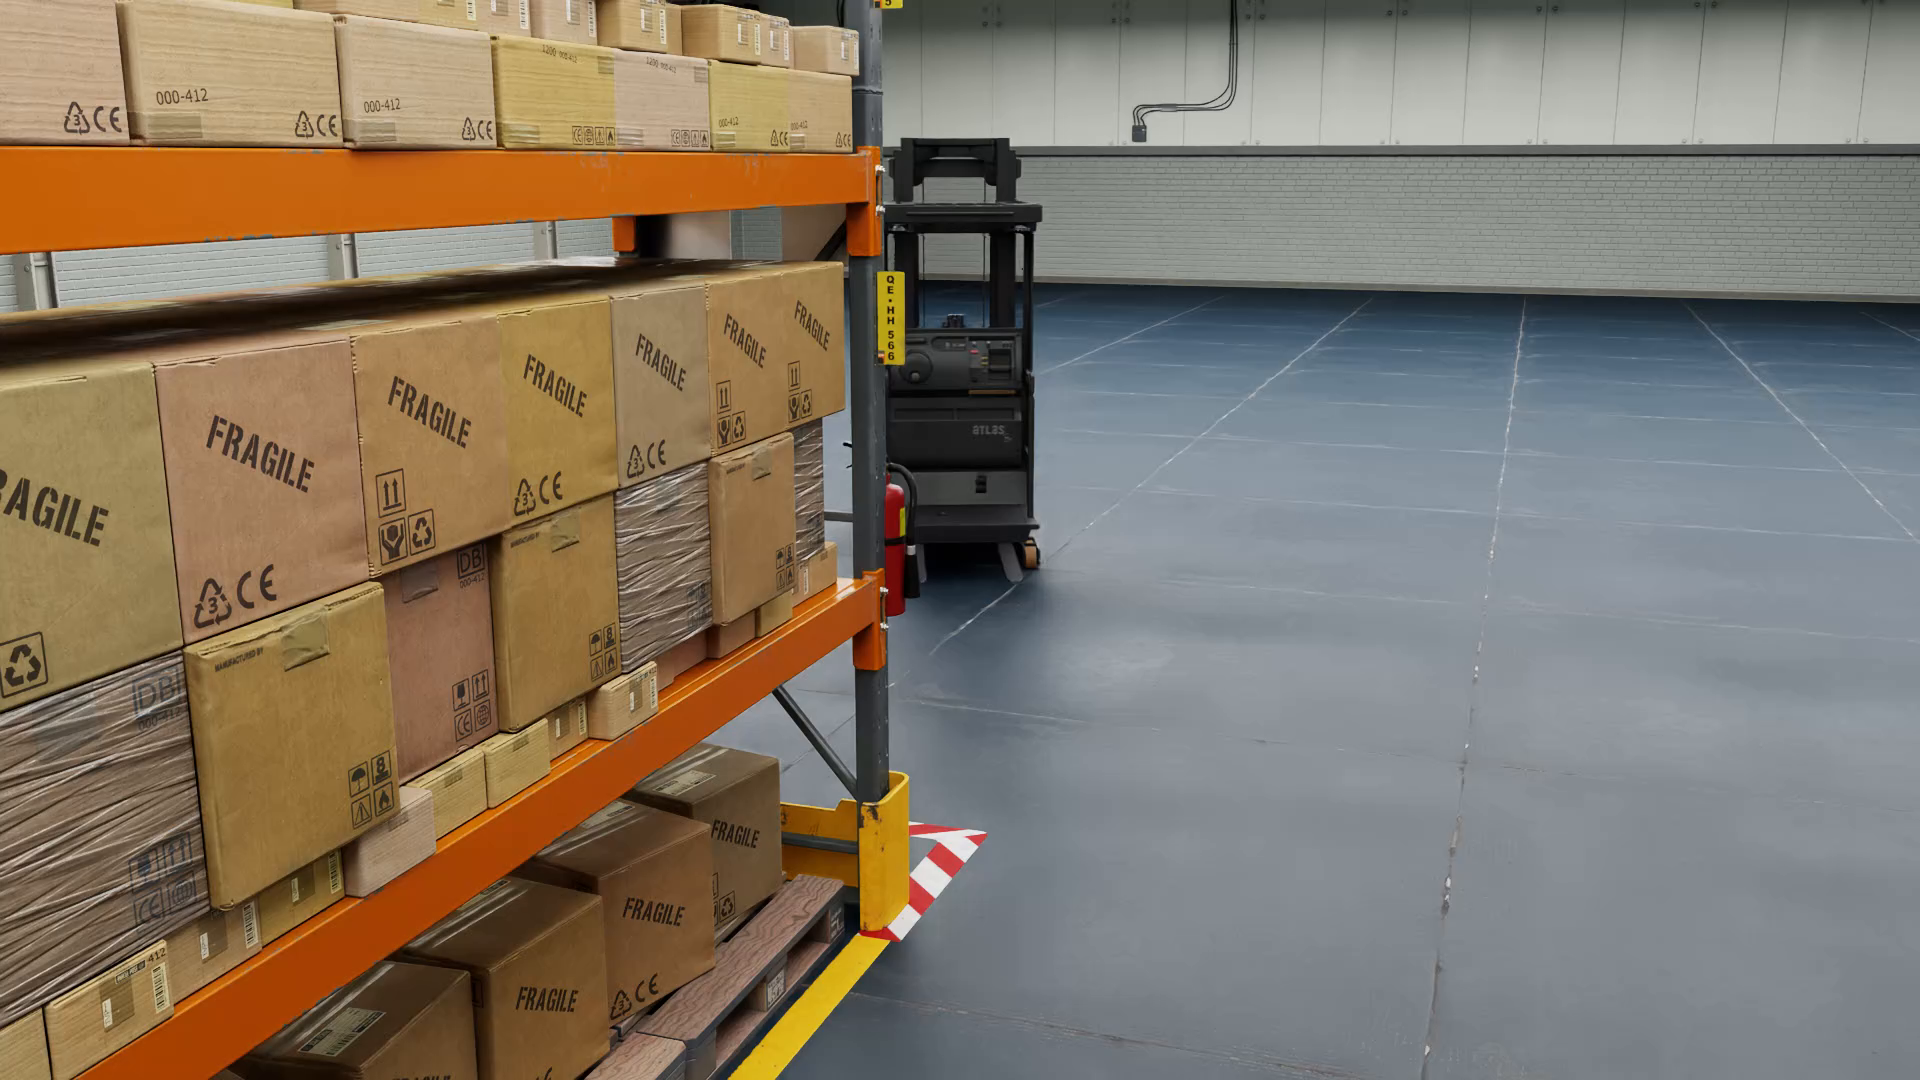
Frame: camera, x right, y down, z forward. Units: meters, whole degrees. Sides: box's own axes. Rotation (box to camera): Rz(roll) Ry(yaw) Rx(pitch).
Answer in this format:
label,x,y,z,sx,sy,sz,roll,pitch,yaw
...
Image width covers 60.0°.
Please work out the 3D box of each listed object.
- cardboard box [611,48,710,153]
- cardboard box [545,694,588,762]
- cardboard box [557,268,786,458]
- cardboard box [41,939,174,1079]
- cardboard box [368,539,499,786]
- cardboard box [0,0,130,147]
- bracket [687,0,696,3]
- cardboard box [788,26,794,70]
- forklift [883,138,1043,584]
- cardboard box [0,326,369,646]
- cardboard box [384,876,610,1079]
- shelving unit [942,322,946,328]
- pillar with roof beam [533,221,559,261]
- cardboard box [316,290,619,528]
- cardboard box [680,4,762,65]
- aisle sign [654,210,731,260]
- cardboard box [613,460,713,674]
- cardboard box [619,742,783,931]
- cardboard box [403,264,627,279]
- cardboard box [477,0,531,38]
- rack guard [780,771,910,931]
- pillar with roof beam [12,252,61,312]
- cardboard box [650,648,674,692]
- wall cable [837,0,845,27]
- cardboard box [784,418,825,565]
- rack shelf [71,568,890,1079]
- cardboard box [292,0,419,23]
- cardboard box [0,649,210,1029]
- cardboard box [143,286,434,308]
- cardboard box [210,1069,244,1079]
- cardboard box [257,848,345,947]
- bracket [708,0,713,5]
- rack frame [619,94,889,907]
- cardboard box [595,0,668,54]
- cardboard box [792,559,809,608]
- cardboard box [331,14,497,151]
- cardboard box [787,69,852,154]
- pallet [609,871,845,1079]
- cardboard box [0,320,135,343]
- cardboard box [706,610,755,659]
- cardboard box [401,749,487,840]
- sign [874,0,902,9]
label,x,y,z,sx,sy,sz,roll,pitch,yaw
cardboard box,-1.009,-1.162,4.436,0.500,0.250,0.500,5,14,20
cardboard box,-1.190,0.463,4.284,0.380,0.149,0.250,4,14,18
cardboard box,-0.861,-0.548,5.006,0.500,0.500,0.500,4,14,18
cardboard box,-1.608,0.784,2.878,0.380,0.149,0.250,4,14,18
cardboard box,-1.589,0.237,3.814,0.875,0.500,0.500,4,14,18
cardboard box,-1.667,-0.729,2.537,0.500,0.250,0.500,4,13,16
bracket,-6.006,-11.977,36.652,0.235,0.232,0.430,4,14,18
cardboard box,-0.751,-1.562,5.291,0.380,0.149,0.250,4,13,17
forklift,-0.017,-1.287,11.540,1.130,2.935,3.031,-1,13,-2
cardboard box,-1.509,-0.126,3.161,0.500,0.500,0.500,4,14,18
cardboard box,-1.360,1.297,4.737,0.500,0.500,0.500,6,14,24
shelving unit,-0.418,-0.978,13.404,0.755,1.500,0.431,-4,14,-18
pillar with roof beam,-4.075,-8.762,30.654,9.100,9.000,0.400,4,14,18
cardboard box,-1.195,-0.338,4.087,0.500,0.500,0.500,4,14,18
cardboard box,-0.794,-1.442,4.765,0.380,0.149,0.250,4,14,19
aisle sign,-1.025,-1.408,6.072,0.394,0.787,0.004,4,14,18
cardboard box,-1.216,0.031,4.720,0.875,0.500,0.500,4,14,18
cardboard box,-0.979,1.039,5.870,0.500,0.500,0.500,7,15,29
cardboard box,-1.365,-0.586,5.174,0.500,0.500,0.500,4,14,18
cardboard box,-1.221,-1.227,3.824,0.380,0.149,0.250,5,14,20
rack guard,-0.785,1.129,6.418,1.175,0.500,0.348,4,14,18
pillar with roof beam,-7.958,-6.235,19.584,9.100,9.000,0.400,4,14,18
cardboard box,-1.047,0.356,4.751,0.380,0.149,0.250,4,14,18
wall cable,-1.443,-11.614,38.778,3.097,2.526,0.112,4,14,18
cardboard box,-0.965,-0.186,5.667,0.875,0.500,0.500,4,14,18
rack shelf,-1.408,0.666,4.445,1.077,0.370,4.000,4,14,18
cardboard box,-1.321,-1.114,3.330,0.380,0.149,0.250,4,13,17
cardboard box,-1.851,0.453,2.871,0.875,0.500,0.500,4,14,18
cardboard box,-1.682,-0.375,4.249,0.500,0.500,0.500,4,14,18
cardboard box,-1.710,1.548,3.638,0.500,0.500,0.500,10,16,36
cardboard box,-1.481,0.676,3.351,0.380,0.149,0.250,4,14,18
bracket,-5.737,-12.152,37.417,0.235,0.232,0.430,4,14,18
rack frame,-0.761,-0.106,6.210,1.000,3.000,0.127,4,14,18
cardboard box,-0.983,-1.335,4.296,0.380,0.149,0.250,4,13,16
cardboard box,-0.739,0.144,5.679,0.380,0.149,0.250,4,14,18
cardboard box,-1.330,-0.945,3.482,0.500,0.250,0.500,4,13,16
cardboard box,-0.676,-1.375,5.368,0.500,0.250,0.500,5,14,20
pallet,-1.082,1.438,5.712,1.003,0.211,1.213,4,14,18
cardboard box,-2.009,-0.165,3.328,0.500,0.500,0.500,4,14,18
cardboard box,-0.867,0.252,5.207,0.380,0.149,0.250,4,14,18
cardboard box,-1.320,0.570,3.812,0.380,0.149,0.250,4,14,18
sign,-0.242,-1.956,5.584,0.100,0.325,0.005,4,14,18
